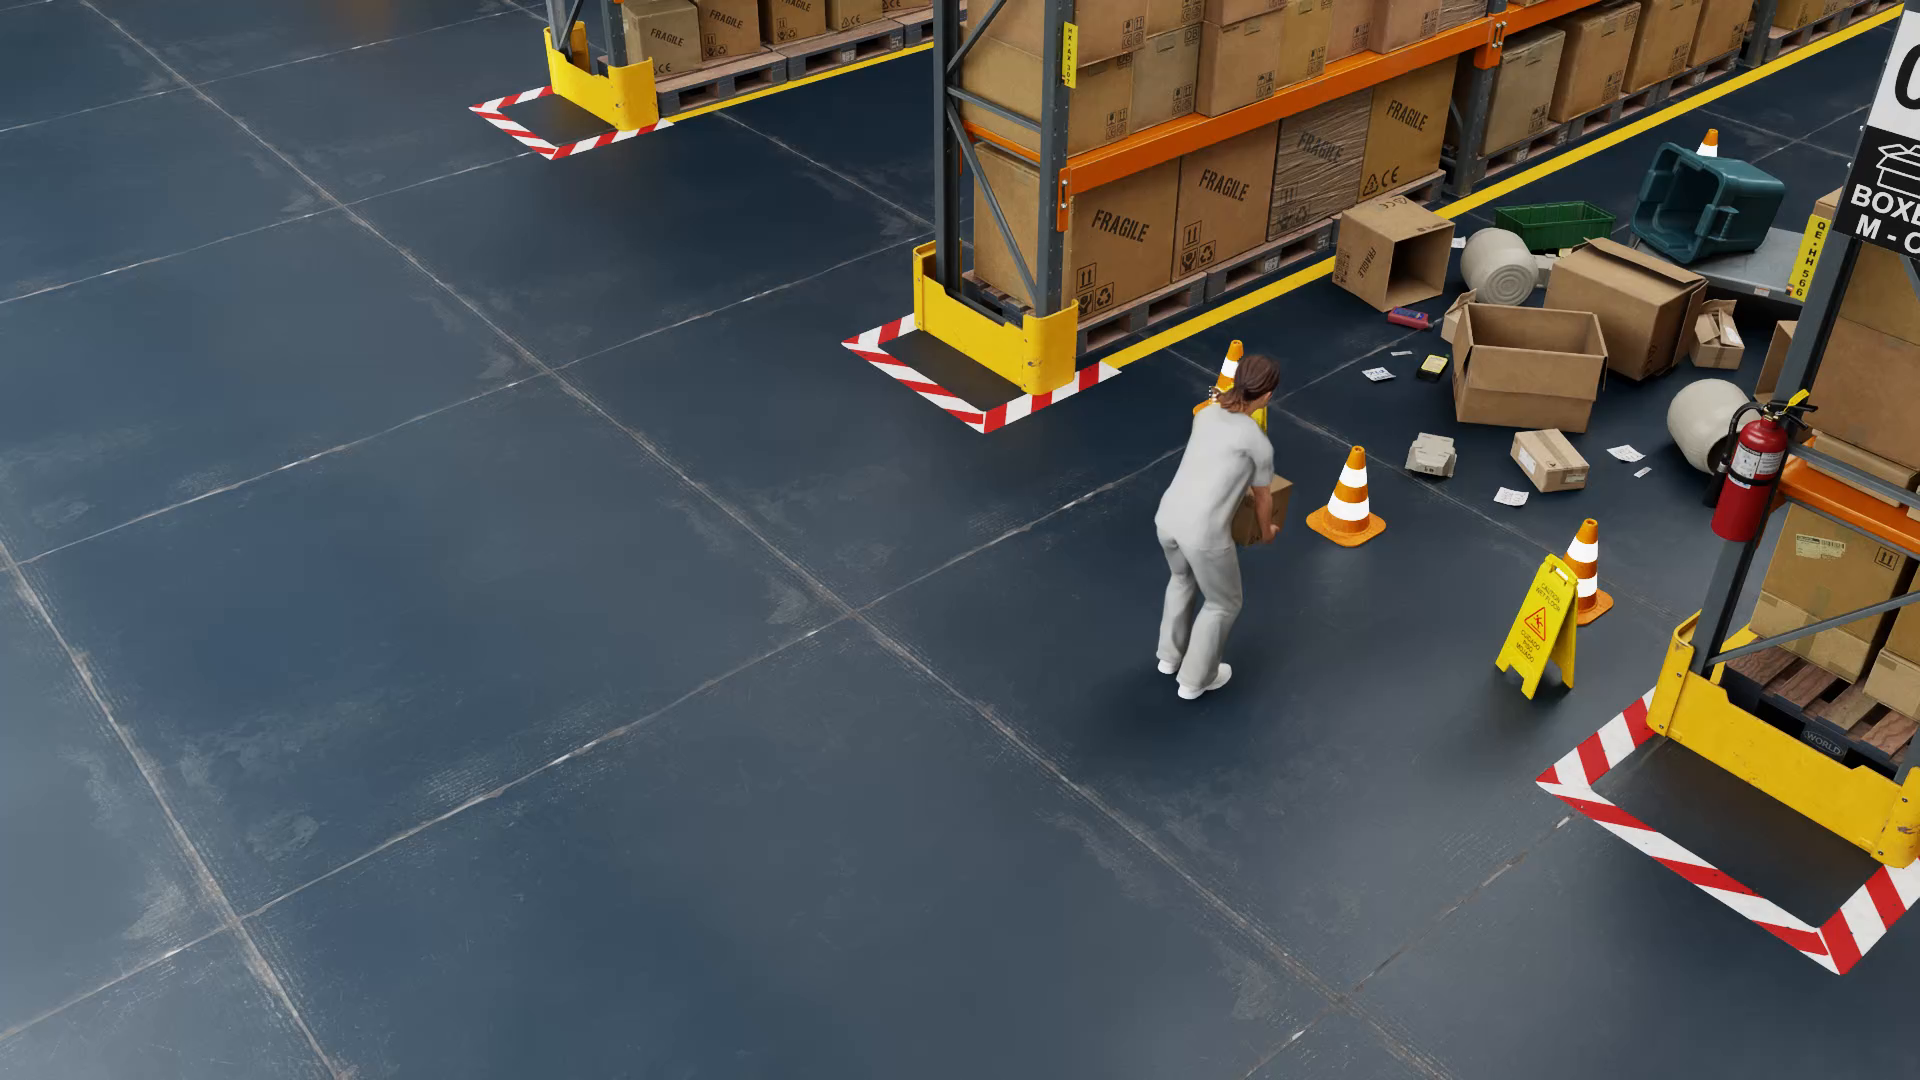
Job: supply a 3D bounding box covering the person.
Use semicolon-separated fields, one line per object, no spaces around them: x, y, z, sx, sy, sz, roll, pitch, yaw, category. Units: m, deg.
1.110;-0.057;7.246;0.576;1.575;0.410;-27;44;-32;person
